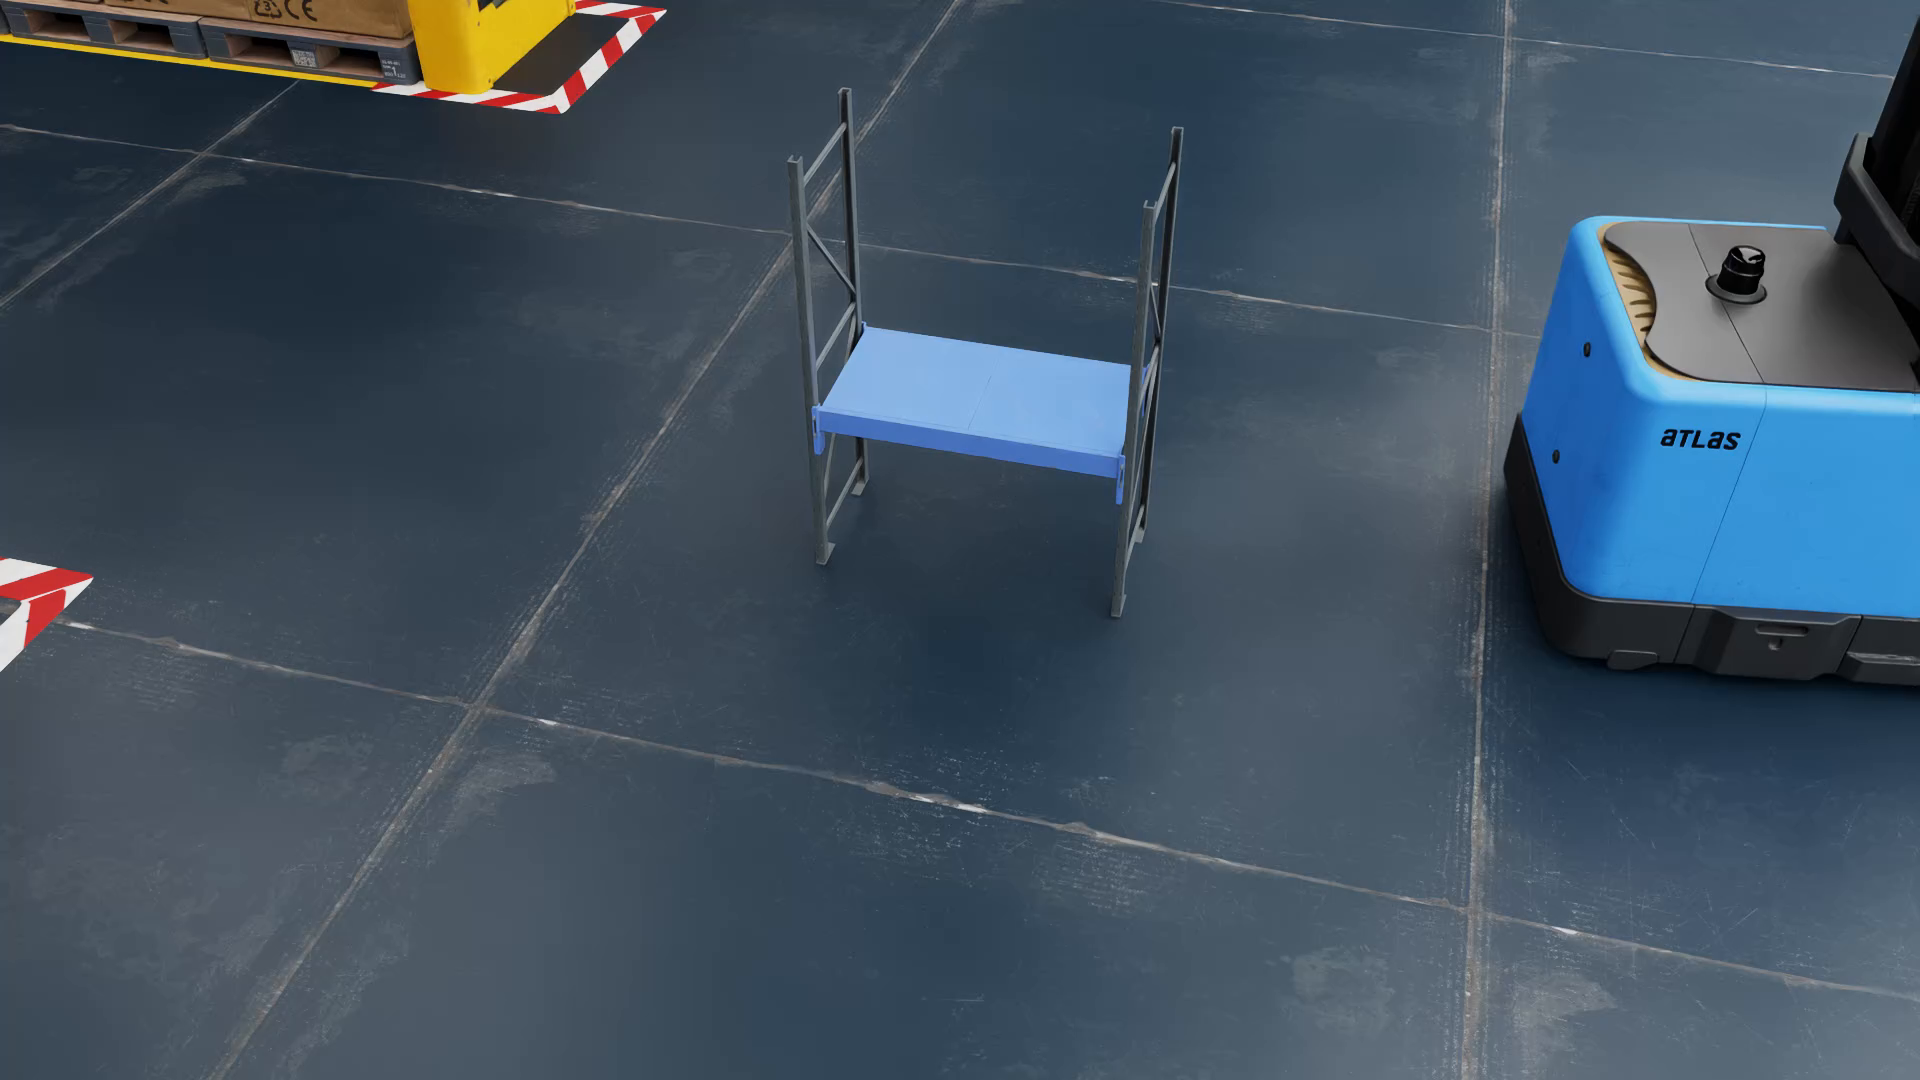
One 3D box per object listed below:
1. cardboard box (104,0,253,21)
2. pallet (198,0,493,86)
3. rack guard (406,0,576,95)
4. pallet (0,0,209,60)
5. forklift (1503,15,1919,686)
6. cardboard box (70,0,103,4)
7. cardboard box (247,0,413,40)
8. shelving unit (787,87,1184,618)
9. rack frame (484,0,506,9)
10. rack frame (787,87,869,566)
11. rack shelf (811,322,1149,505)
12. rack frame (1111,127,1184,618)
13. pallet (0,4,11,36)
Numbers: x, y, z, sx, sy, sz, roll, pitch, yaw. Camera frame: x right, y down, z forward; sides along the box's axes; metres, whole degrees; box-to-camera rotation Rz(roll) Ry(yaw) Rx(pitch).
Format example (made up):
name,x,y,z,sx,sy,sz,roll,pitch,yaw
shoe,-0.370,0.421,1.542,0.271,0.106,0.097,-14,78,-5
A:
name,x,y,z,sx,sy,sz,roll,pitch,yaw
cardboard box,-3.986,-3.358,8.741,0.875,0.875,0.875,9,41,11
pallet,-3.256,-2.810,8.932,1.213,0.211,1.003,10,41,11
rack guard,-2.440,-2.833,8.734,0.348,0.500,1.175,10,41,11
pallet,-4.431,-3.015,9.175,1.213,0.211,1.003,10,41,11
forklift,3.403,-0.947,4.598,3.031,2.935,1.130,4,40,4
cardboard box,-4.866,-3.511,8.923,0.875,0.875,0.875,10,41,12
cardboard box,-3.135,-3.213,8.569,0.875,0.875,0.875,10,41,12
shelving unit,0.082,-0.560,5.251,1.048,1.500,0.538,10,41,11
rack frame,-2.463,-3.794,7.935,0.127,3.000,1.000,10,41,11
rack frame,-0.409,-0.645,5.351,0.032,1.500,0.500,10,41,11
rack shelf,0.082,-0.422,5.366,1.000,0.185,0.538,10,41,11
rack frame,0.573,-0.476,5.150,0.032,1.500,0.500,10,41,11
pallet,-5.613,-3.216,9.415,1.213,0.211,1.003,10,41,11
